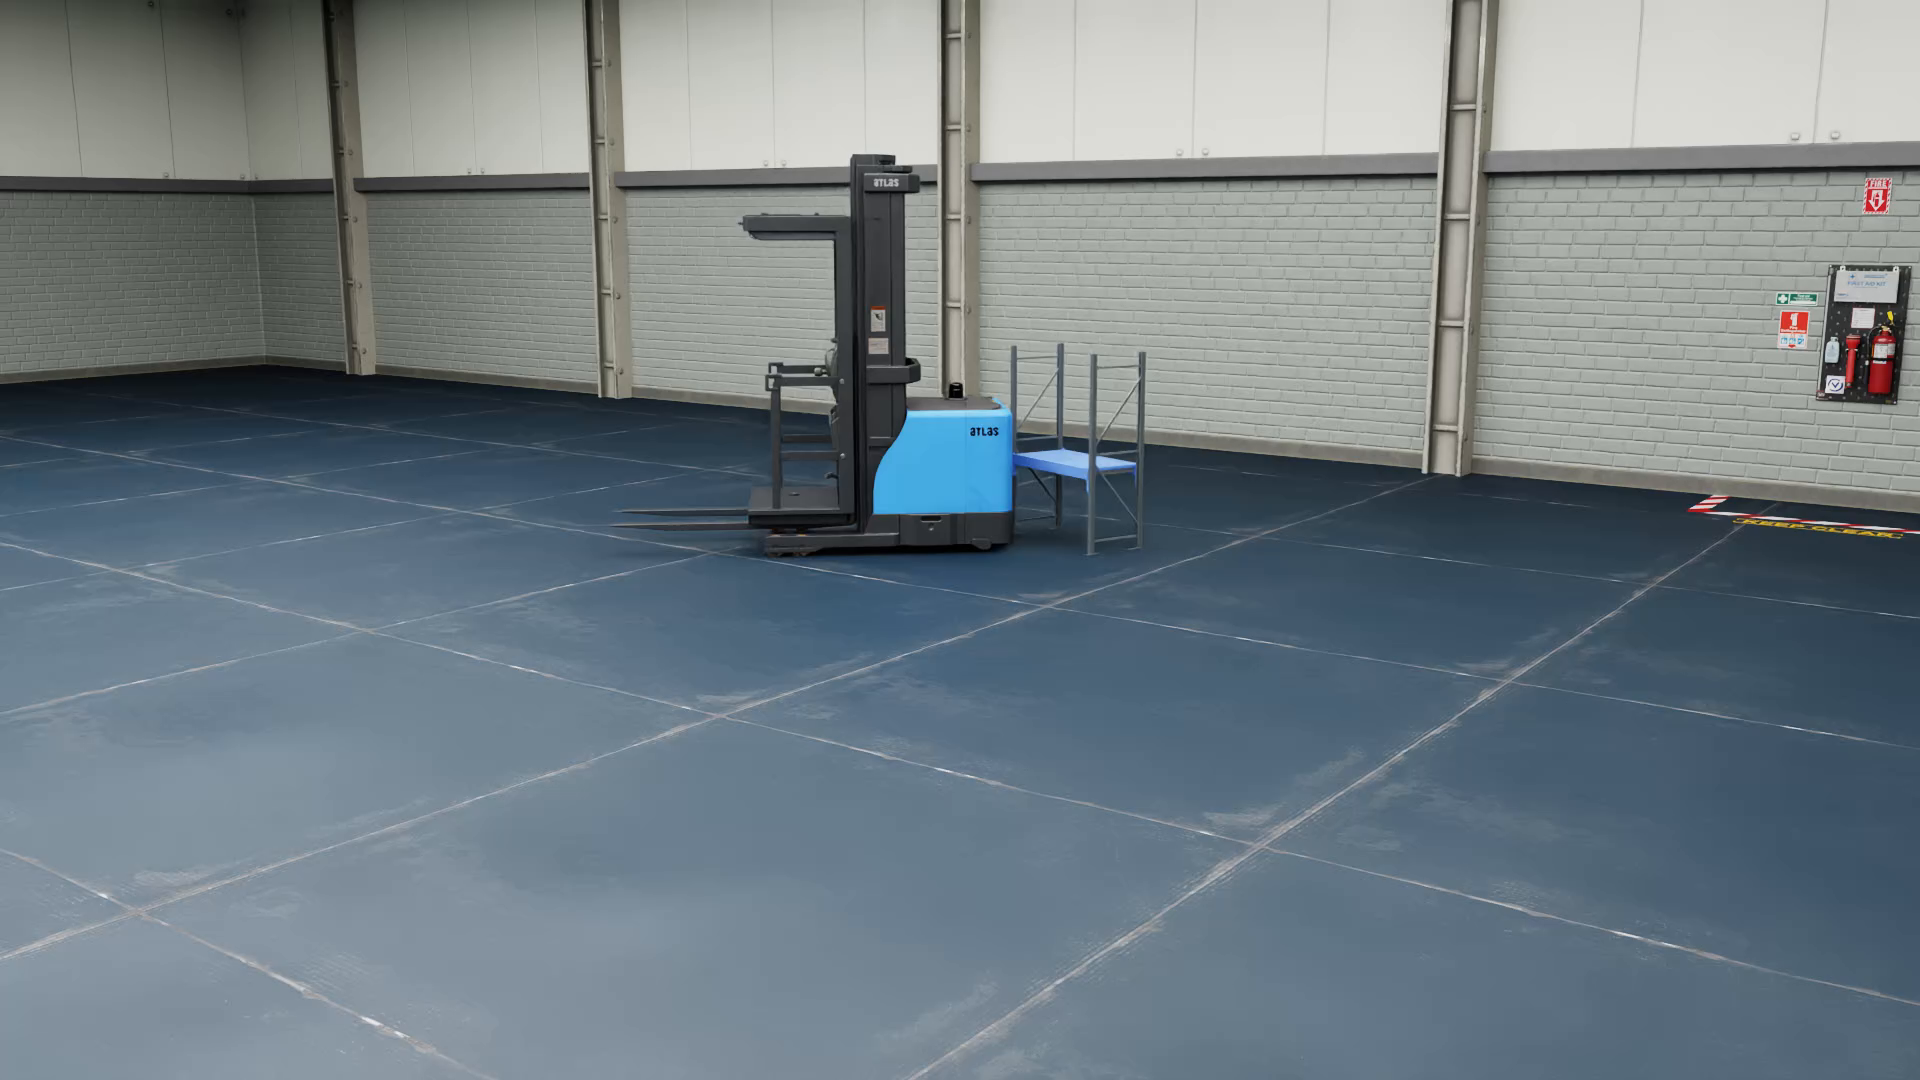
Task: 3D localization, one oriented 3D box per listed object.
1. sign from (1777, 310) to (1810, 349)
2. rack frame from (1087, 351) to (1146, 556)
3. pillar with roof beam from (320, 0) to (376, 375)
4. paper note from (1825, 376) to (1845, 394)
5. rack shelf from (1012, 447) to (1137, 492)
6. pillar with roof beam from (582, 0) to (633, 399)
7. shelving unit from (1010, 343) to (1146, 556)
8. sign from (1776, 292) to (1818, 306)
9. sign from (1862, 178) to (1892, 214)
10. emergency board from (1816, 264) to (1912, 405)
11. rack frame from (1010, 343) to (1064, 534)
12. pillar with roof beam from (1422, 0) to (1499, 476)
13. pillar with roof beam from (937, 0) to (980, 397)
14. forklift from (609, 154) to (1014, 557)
[{"bbox_3d":[7.303,-1.844,14.569,0.234,0.329,0.001,8,13,36],"label":"sign"},{"bbox_3d":[1.169,-0.645,12.413,0.500,1.500,0.032,-7,13,-33],"label":"rack frame"},{"bbox_3d":[-12.236,-6.449,22.674,0.400,9.000,9.100,8,13,36],"label":"pillar with roof beam"},{"bbox_3d":[7.585,-1.346,14.411,0.142,0.148,0.016,8,13,36],"label":"paper note"},{"bbox_3d":[0.890,-0.549,12.865,0.538,0.185,1.000,-7,13,-33],"label":"rack shelf"},{"bbox_3d":[-7.400,-5.775,19.187,0.400,9.000,9.100,8,13,36],"label":"pillar with roof beam"},{"bbox_3d":[0.890,-0.725,12.831,0.538,1.500,1.048,-7,13,-33],"label":"shelving unit"},{"bbox_3d":[7.301,-2.102,14.509,0.331,0.109,0.001,8,13,36],"label":"sign"},{"bbox_3d":[7.740,-2.903,14.033,0.199,0.298,0.001,8,13,36],"label":"sign"},{"bbox_3d":[7.687,-1.748,14.169,0.643,1.169,0.194,8,13,36],"label":"emergency board"},{"bbox_3d":[0.612,-0.806,13.248,0.500,1.500,0.032,-7,13,-33],"label":"rack frame"},{"bbox_3d":[2.272,-4.426,12.213,0.400,9.000,9.100,8,13,36],"label":"pillar with roof beam"},{"bbox_3d":[-2.564,-5.100,15.700,0.400,9.000,9.100,8,13,36],"label":"pillar with roof beam"},{"bbox_3d":[-1.141,-1.417,12.636,3.031,2.935,1.130,-1,11,-5],"label":"forklift"}]
